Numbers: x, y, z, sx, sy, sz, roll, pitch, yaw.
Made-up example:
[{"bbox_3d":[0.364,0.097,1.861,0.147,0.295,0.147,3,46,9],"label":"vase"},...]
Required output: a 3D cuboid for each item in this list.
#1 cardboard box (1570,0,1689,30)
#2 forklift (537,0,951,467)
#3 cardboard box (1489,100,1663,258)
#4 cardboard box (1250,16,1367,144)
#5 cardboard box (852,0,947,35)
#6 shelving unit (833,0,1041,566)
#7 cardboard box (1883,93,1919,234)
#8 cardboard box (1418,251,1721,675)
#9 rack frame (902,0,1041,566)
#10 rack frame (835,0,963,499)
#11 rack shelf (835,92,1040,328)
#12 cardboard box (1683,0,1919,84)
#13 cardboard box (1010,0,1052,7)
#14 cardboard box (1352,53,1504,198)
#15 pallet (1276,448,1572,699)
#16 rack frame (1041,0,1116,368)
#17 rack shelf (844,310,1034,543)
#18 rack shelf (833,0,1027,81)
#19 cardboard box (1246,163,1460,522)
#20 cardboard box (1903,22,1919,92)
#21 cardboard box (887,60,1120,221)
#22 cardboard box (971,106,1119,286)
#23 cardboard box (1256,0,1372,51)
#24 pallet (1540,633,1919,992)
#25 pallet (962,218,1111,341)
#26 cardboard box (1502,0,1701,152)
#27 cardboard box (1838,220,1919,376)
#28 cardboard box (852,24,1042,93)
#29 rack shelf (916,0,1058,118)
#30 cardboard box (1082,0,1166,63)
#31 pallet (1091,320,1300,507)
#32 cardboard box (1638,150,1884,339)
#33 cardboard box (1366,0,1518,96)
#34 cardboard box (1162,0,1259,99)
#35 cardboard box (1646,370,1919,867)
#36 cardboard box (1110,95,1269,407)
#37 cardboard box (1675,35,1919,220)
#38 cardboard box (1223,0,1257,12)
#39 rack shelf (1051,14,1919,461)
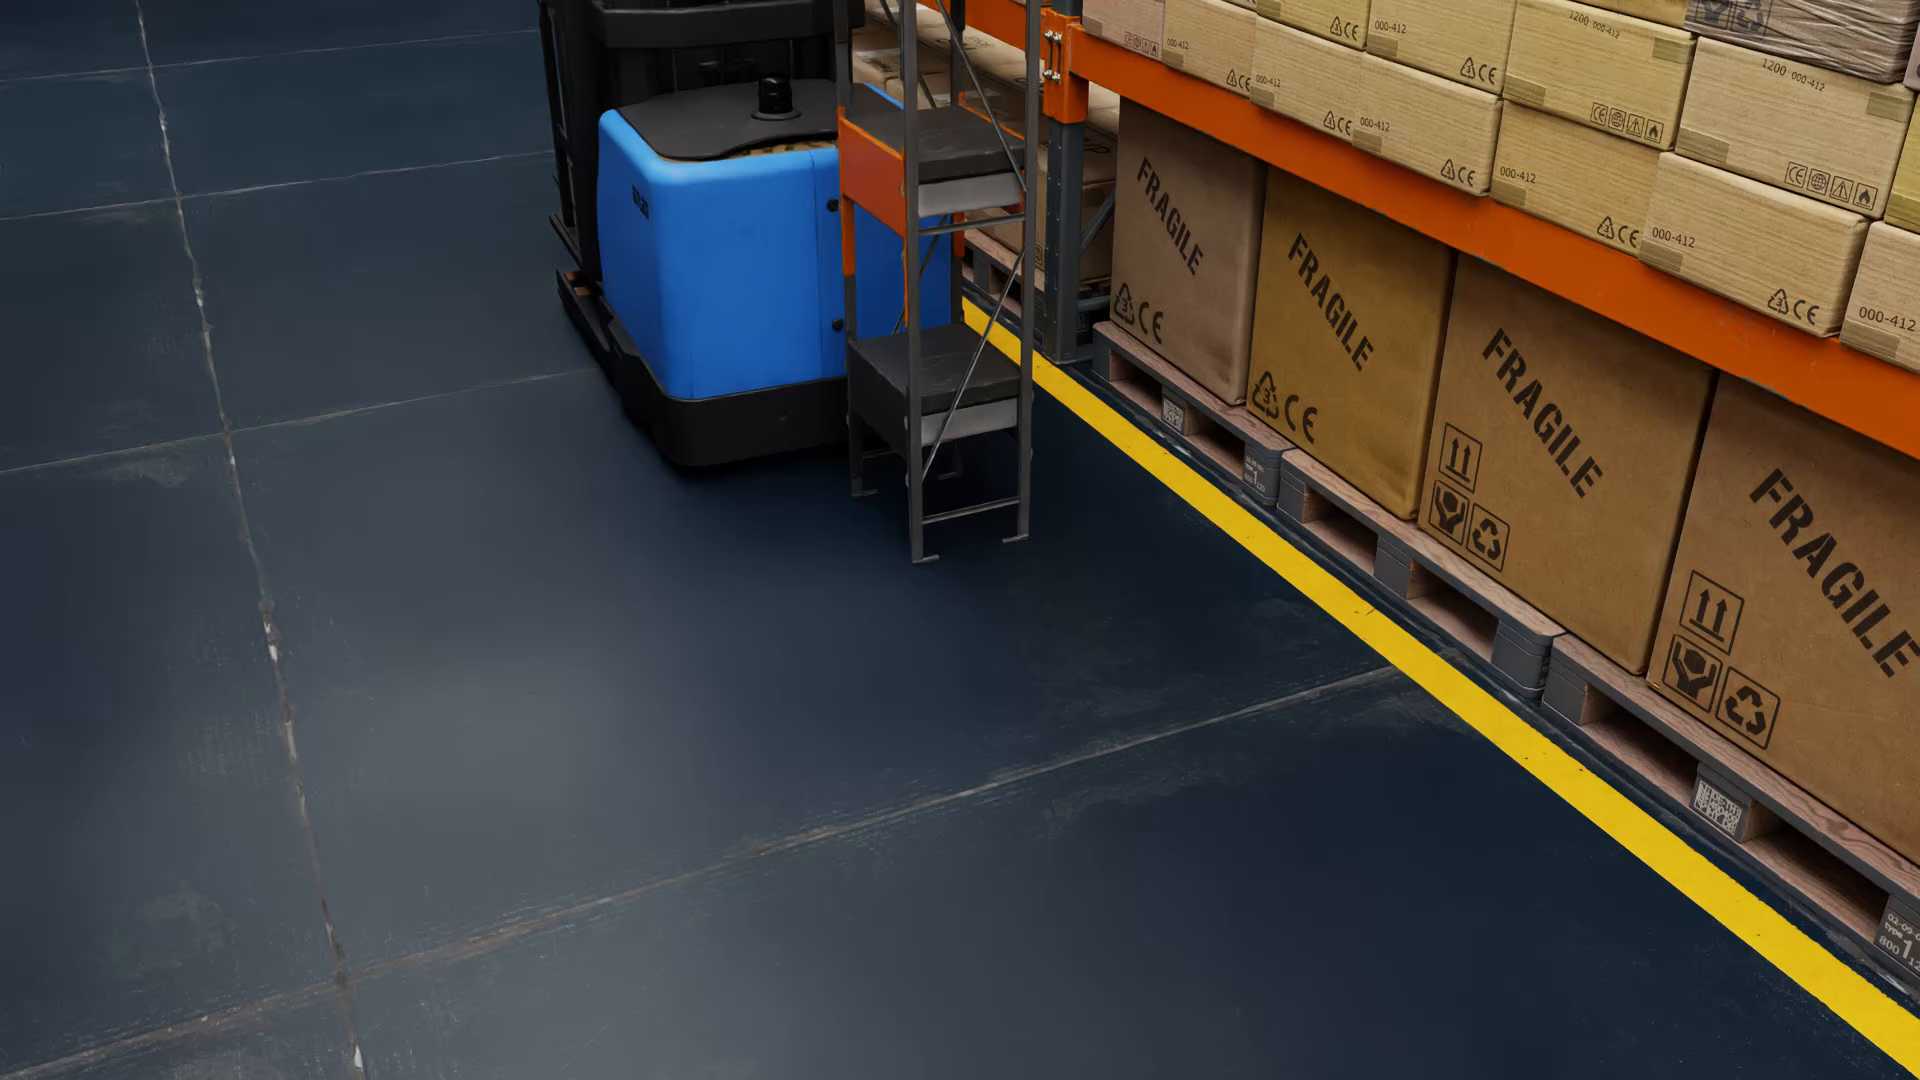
[{"bbox_3d":[1.623,-1.440,3.626,0.500,0.500,0.500,-13,32,-22],"label":"cardboard box"},{"bbox_3d":[-1.040,-2.225,6.221,1.130,2.935,3.031,-12,31,-20],"label":"forklift"},{"bbox_3d":[1.629,-0.892,3.928,0.500,0.250,0.500,-13,32,-22],"label":"cardboard box"},{"bbox_3d":[1.179,-1.334,4.716,0.500,0.250,0.500,-13,32,-22],"label":"cardboard box"},{"bbox_3d":[-0.545,-2.670,9.134,0.875,0.438,0.875,-14,32,-24],"label":"cardboard box"},{"bbox_3d":[-0.071,-0.989,4.867,0.431,2.100,0.503,-13,32,-22],"label":"shelving unit"},{"bbox_3d":[2.079,-0.654,2.992,0.500,0.250,0.500,-13,32,-22],"label":"cardboard box"},{"bbox_3d":[1.916,-0.315,4.487,0.875,0.875,0.875,-13,32,-21],"label":"cardboard box"},{"bbox_3d":[0.034,-0.881,4.675,0.400,2.100,0.015,-13,32,-22],"label":"rack frame"},{"bbox_3d":[-0.176,-1.097,5.059,0.400,2.100,0.015,-13,32,-22],"label":"rack frame"},{"bbox_3d":[-0.071,-0.977,4.874,0.431,0.518,0.480,-13,32,-22],"label":"rack shelf"},{"bbox_3d":[1.830,-1.219,3.232,0.500,0.500,0.500,-13,32,-21],"label":"cardboard box"},{"bbox_3d":[0.369,-2.302,6.187,0.500,0.500,0.500,-13,32,-22],"label":"cardboard box"},{"bbox_3d":[1.385,-1.112,4.319,0.500,0.250,0.500,-14,32,-23],"label":"cardboard box"},{"bbox_3d":[1.726,-0.027,5.082,1.003,0.211,1.213,-13,32,-22],"label":"pallet"},{"bbox_3d":[0.799,-2.108,5.942,1.000,3.000,0.127,-13,32,-22],"label":"rack frame"},{"bbox_3d":[-0.071,-0.367,5.216,0.431,0.518,0.480,-13,32,-22],"label":"rack shelf"},{"bbox_3d":[-0.071,-1.588,4.531,0.431,0.518,0.480,-13,32,-22],"label":"rack shelf"},{"bbox_3d":[1.532,-0.710,5.192,0.875,0.875,0.875,-12,31,-21],"label":"cardboard box"},{"bbox_3d":[2.058,-0.994,2.831,0.500,0.500,0.500,-14,32,-23],"label":"cardboard box"},{"bbox_3d":[0.242,-1.868,7.705,0.875,0.438,0.875,-14,32,-23],"label":"cardboard box"},{"bbox_3d":[0.626,-1.473,7.000,0.875,0.438,0.875,-14,32,-23],"label":"cardboard box"},{"bbox_3d":[1.175,-1.554,4.596,0.500,0.250,0.500,-13,32,-21],"label":"cardboard box"},{"bbox_3d":[2.246,0.512,4.122,1.003,0.211,1.213,-13,32,-22],"label":"pallet"},{"bbox_3d":[0.543,-1.244,7.252,1.003,0.211,1.213,-13,32,-22],"label":"pallet"},{"bbox_3d":[1.617,-1.101,3.790,0.500,0.250,0.500,-14,32,-23],"label":"cardboard box"},{"bbox_3d":[2.065,-0.444,3.129,0.500,0.250,0.500,-14,32,-24],"label":"cardboard box"},{"bbox_3d":[-0.144,-2.267,8.416,0.875,0.438,0.875,-12,32,-21],"label":"cardboard box"},{"bbox_3d":[-0.060,-2.677,7.693,1.077,0.370,4.000,-13,32,-22],"label":"rack shelf"},{"bbox_3d":[0.749,-1.792,5.533,0.500,0.250,0.500,-14,32,-23],"label":"cardboard box"},{"bbox_3d":[1.198,-0.566,6.044,1.003,0.211,1.213,-13,32,-22],"label":"pallet"},{"bbox_3d":[1.831,-0.667,3.525,0.500,0.250,0.500,-13,32,-21],"label":"cardboard box"},{"bbox_3d":[1.394,-1.331,4.199,0.500,0.250,0.500,-14,32,-23],"label":"cardboard box"},{"bbox_3d":[0.973,-1.564,5.126,0.500,0.250,0.500,-14,32,-23],"label":"cardboard box"},{"bbox_3d":[2.295,0.080,3.783,0.875,0.875,0.875,-13,32,-22],"label":"cardboard box"},{"bbox_3d":[1.137,-1.107,5.900,0.875,0.875,0.875,-12,31,-20],"label":"cardboard box"},{"bbox_3d":[1.855,-0.880,3.394,0.500,0.250,0.500,-14,32,-23],"label":"cardboard box"},{"bbox_3d":[0.982,-1.782,5.004,0.500,0.250,0.500,-13,32,-21],"label":"cardboard box"},{"bbox_3d":[1.658,-0.910,4.542,1.077,0.370,4.000,-13,32,-22],"label":"rack shelf"}]
